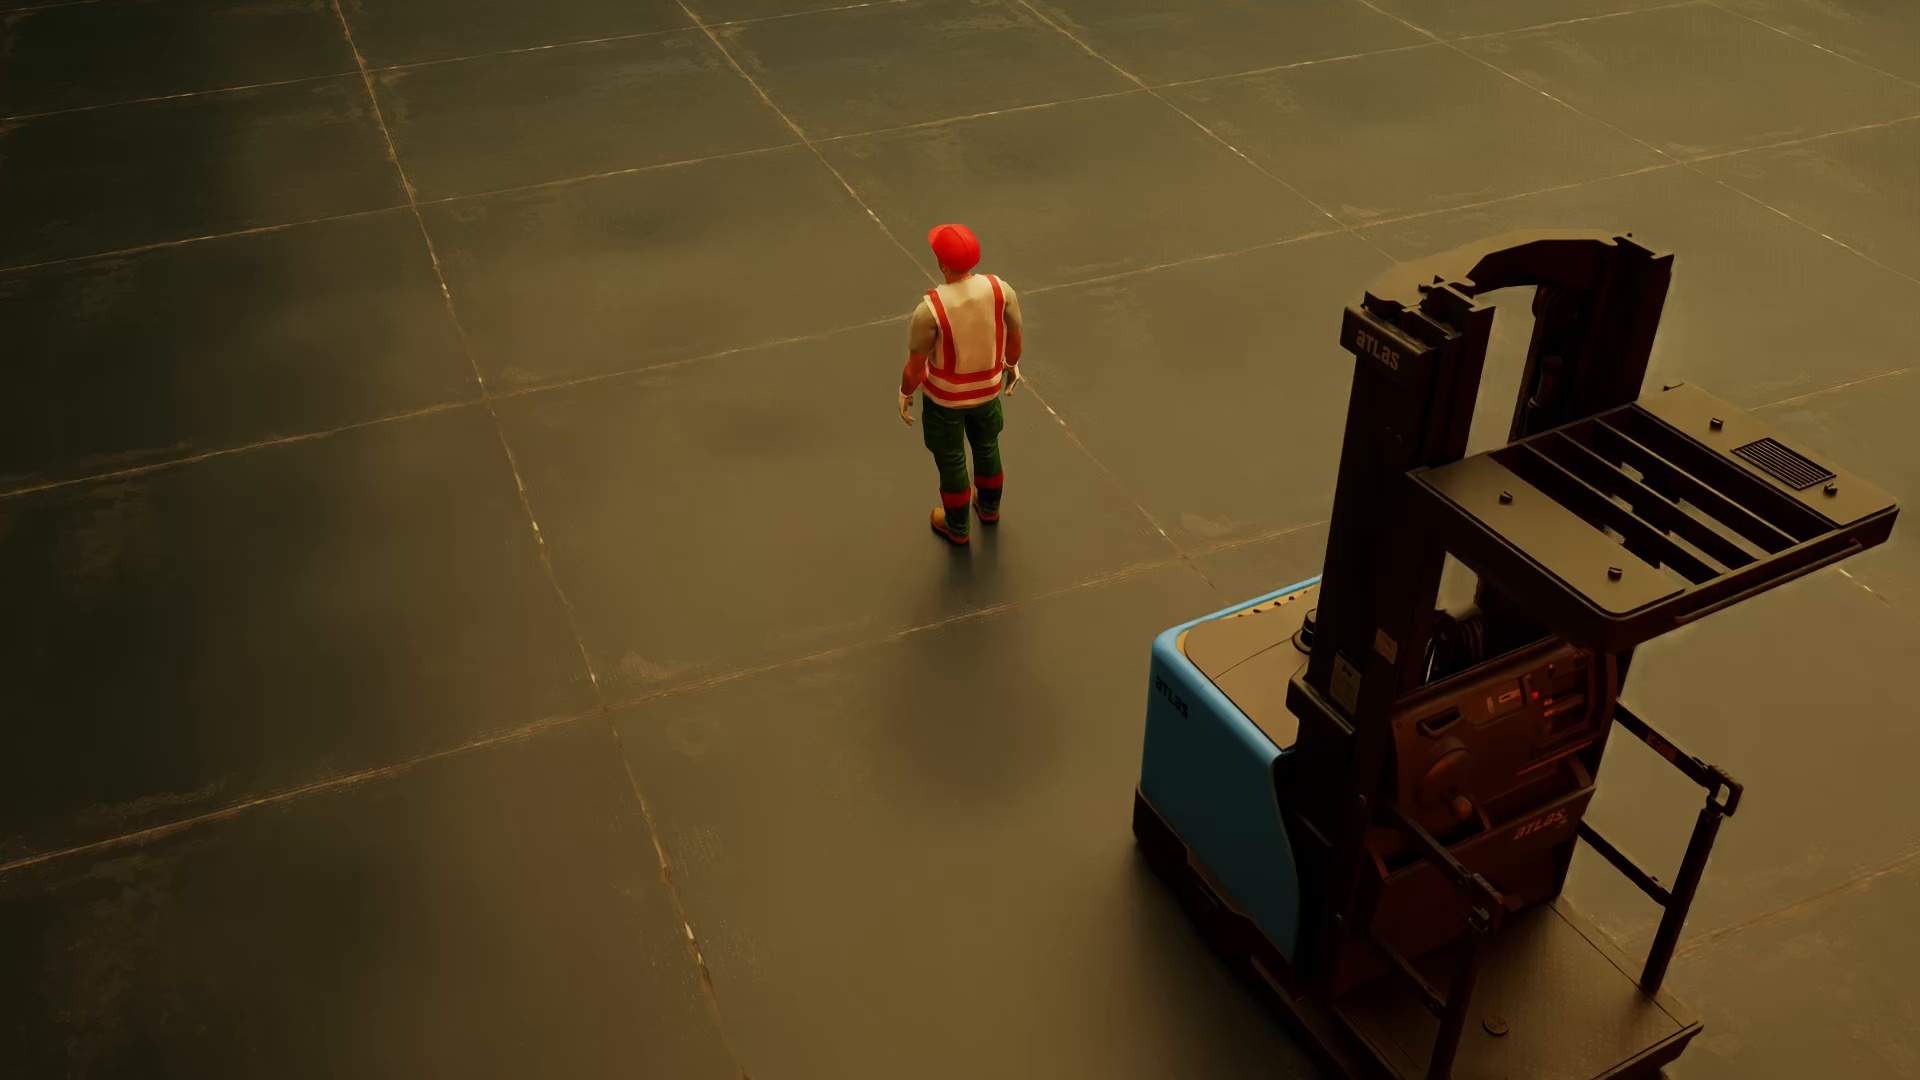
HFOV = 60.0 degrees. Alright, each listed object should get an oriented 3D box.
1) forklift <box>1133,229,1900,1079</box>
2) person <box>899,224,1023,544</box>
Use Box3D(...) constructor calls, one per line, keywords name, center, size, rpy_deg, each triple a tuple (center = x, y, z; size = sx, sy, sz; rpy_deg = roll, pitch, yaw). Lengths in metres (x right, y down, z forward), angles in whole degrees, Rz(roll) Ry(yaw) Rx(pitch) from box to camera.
Box3D(name="forklift", center=(1.852, 0.656, 5.176), size=(1.130, 2.935, 3.031), rpy_deg=(-17, 39, -23))
Box3D(name="person", center=(-0.020, -0.781, 8.169), size=(0.637, 1.787, 0.564), rpy_deg=(-14, 38, -19))
